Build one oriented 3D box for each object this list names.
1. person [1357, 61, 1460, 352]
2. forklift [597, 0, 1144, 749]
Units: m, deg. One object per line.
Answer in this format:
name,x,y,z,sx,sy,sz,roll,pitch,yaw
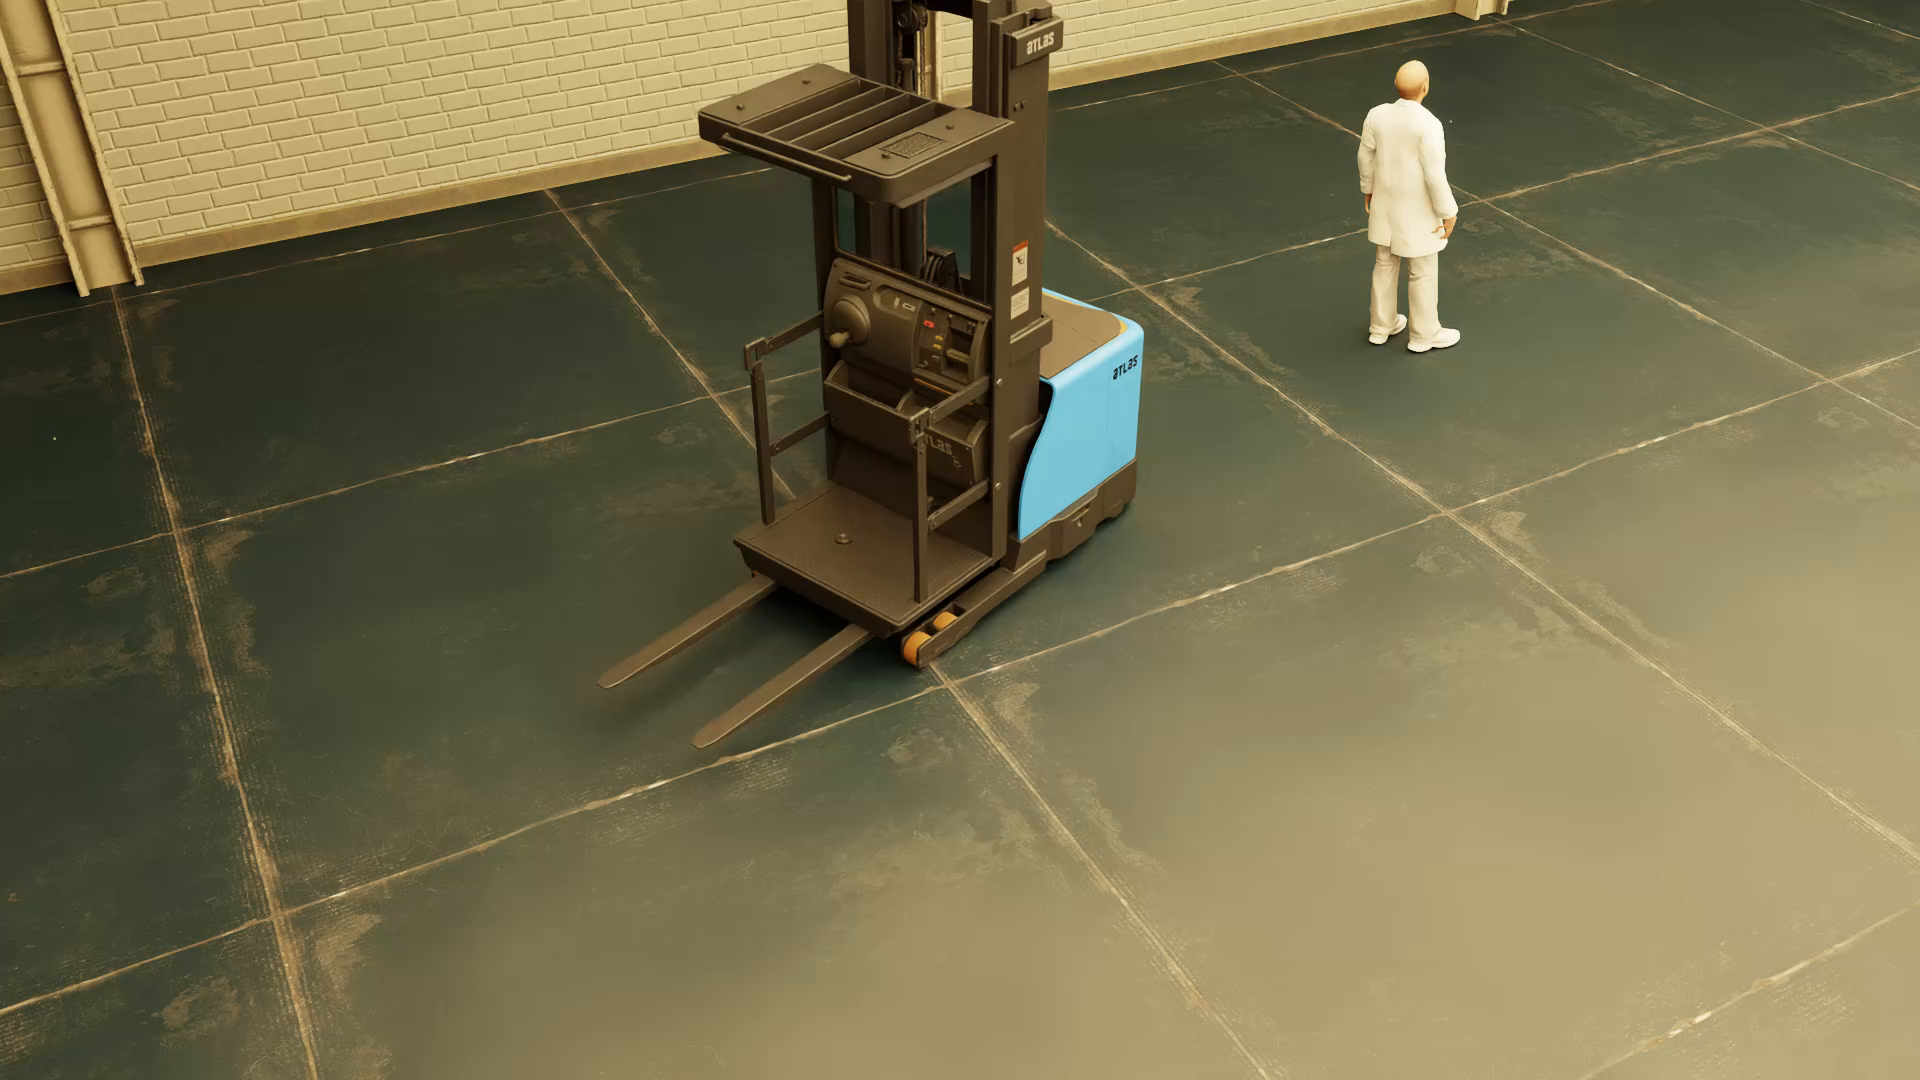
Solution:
person,2.720,-2.011,9.956,0.581,1.775,0.695,-24,42,-30
forklift,-0.390,-0.927,7.434,1.130,2.935,3.031,26,43,31
